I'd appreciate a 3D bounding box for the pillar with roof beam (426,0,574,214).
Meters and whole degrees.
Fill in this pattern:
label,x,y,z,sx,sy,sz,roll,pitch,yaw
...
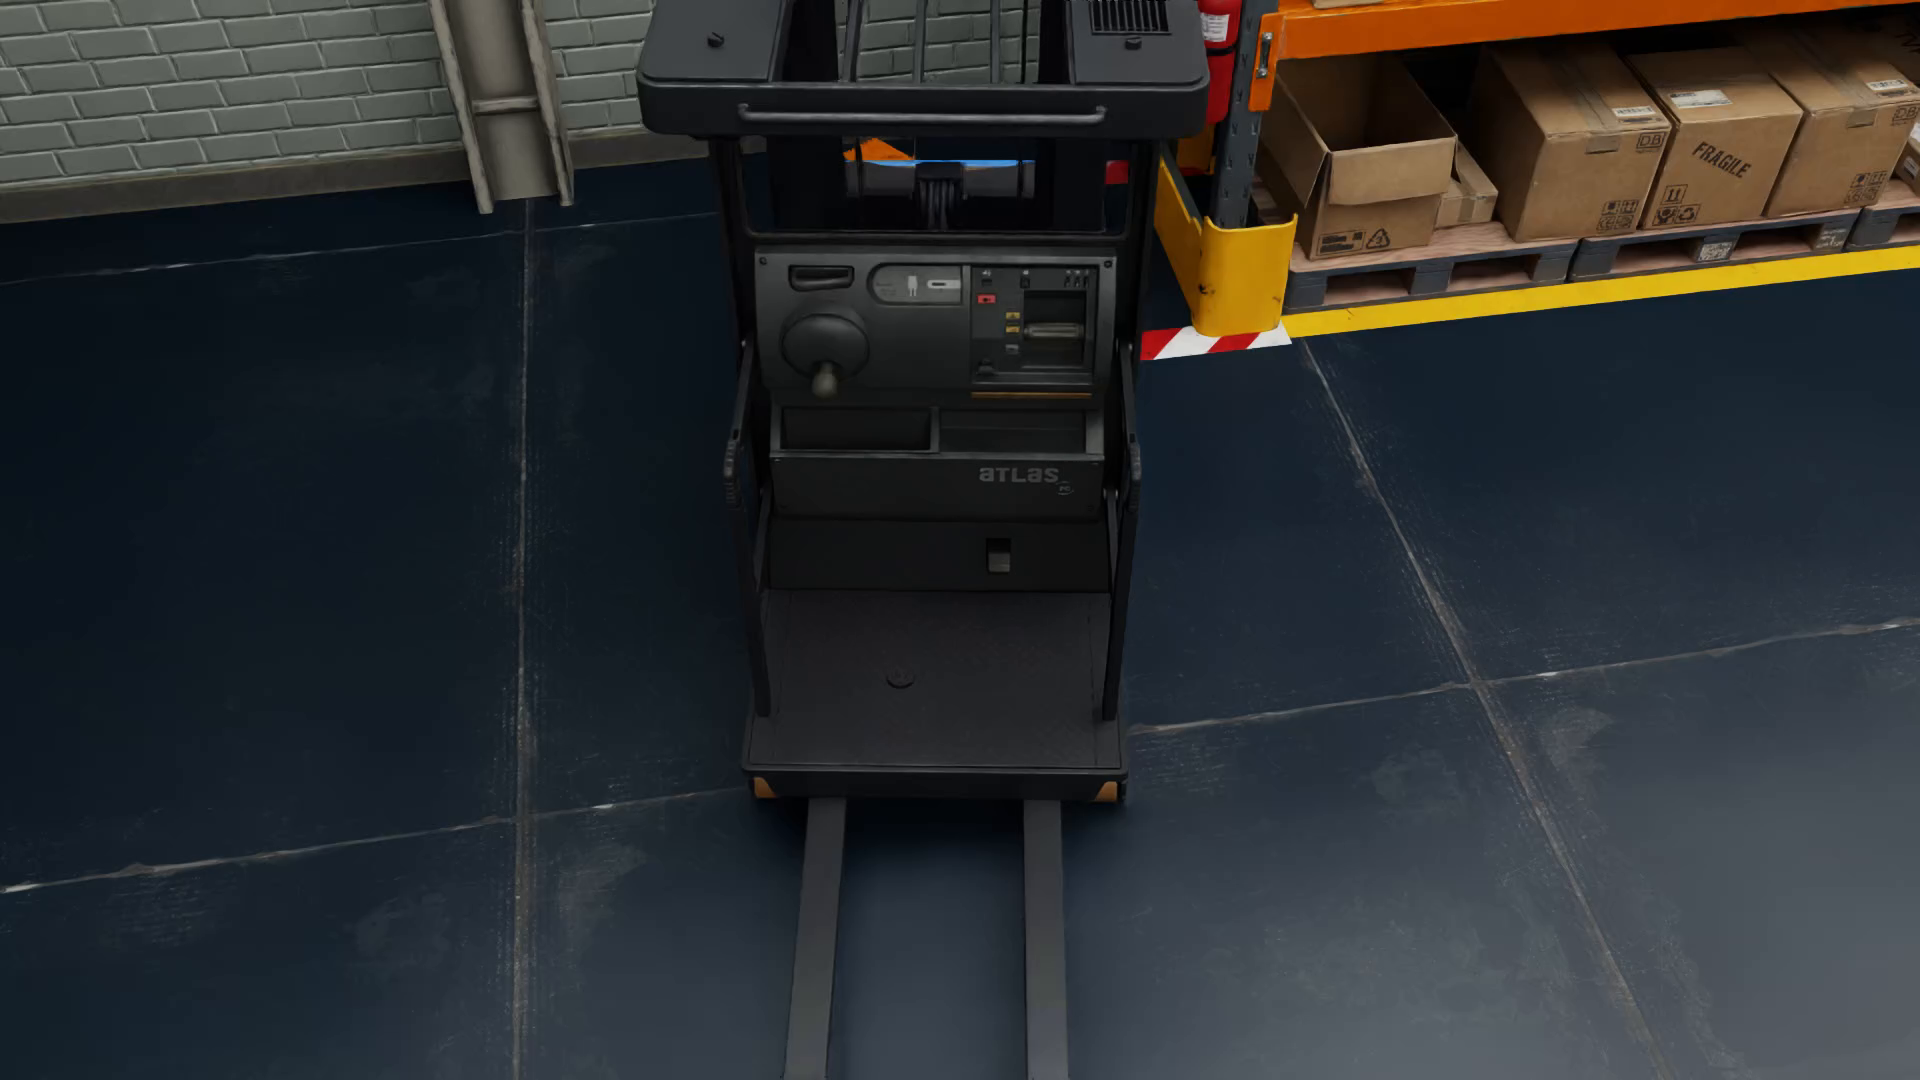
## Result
label,x,y,z,sx,sy,sz,roll,pitch,yaw
pillar with roof beam,-1.145,-1.590,1.033,0.400,9.000,9.100,-7,46,-7

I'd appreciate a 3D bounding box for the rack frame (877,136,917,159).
label,x,y,z,sx,sy,sz,roll,pitch,yaw
rack frame,-0.215,-1.103,6.080,0.008,1.050,0.200,-35,54,-29

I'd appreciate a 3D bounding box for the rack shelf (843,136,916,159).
label,x,y,z,sx,sy,sz,roll,pitch,yaw
rack shelf,-0.307,-1.234,5.827,0.240,0.259,0.215,-35,54,-29

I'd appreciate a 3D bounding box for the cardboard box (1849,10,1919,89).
label,x,y,z,sx,sy,sz,roll,pitch,yaw
cardboard box,4.182,-2.045,7.213,0.500,0.311,0.500,-6,46,-5

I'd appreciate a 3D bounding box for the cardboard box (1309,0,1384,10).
label,x,y,z,sx,sy,sz,roll,pitch,yaw
cardboard box,1.302,-2.013,5.781,0.250,0.149,0.380,-7,47,-7

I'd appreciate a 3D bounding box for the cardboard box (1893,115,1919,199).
label,x,y,z,sx,sy,sz,roll,pitch,yaw
cardboard box,4.022,-1.622,6.837,0.258,0.266,0.396,-6,46,-5

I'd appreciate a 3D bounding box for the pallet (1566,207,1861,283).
label,x,y,z,sx,sy,sz,roll,pitch,yaw
pallet,2.991,-1.542,7.090,1.213,0.211,1.003,-7,46,-7

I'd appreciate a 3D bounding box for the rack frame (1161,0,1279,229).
label,x,y,z,sx,sy,sz,roll,pitch,yaw
rack frame,0.931,-2.255,5.839,0.127,3.000,1.000,-7,46,-7

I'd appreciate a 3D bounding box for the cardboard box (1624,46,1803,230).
label,x,y,z,sx,sy,sz,roll,pitch,yaw
cardboard box,2.937,-1.612,6.665,0.500,0.500,0.500,-6,46,-6

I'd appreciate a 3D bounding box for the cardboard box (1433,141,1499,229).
label,x,y,z,sx,sy,sz,roll,pitch,yaw
cardboard box,1.976,-1.444,6.746,0.250,0.149,0.380,-9,47,-8

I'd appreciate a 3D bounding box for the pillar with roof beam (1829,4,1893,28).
label,x,y,z,sx,sy,sz,roll,pitch,yaw
pillar with roof beam,4.767,-2.327,1.743,0.400,9.000,9.100,-7,46,-7

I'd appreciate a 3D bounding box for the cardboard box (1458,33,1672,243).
label,x,y,z,sx,sy,sz,roll,pitch,yaw
cardboard box,2.399,-1.618,6.670,0.500,0.500,0.700,-5,46,-5

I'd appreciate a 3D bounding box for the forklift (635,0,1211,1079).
label,x,y,z,sx,sy,sz,roll,pitch,yaw
forklift,-0.064,-0.466,4.163,1.130,2.935,3.031,1,46,1

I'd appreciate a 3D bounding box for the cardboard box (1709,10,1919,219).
label,x,y,z,sx,sy,sz,roll,pitch,yaw
cardboard box,3.422,-1.746,6.793,0.500,0.500,0.700,-9,47,-8

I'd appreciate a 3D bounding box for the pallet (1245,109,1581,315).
label,x,y,z,sx,sy,sz,roll,pitch,yaw
pallet,1.792,-1.395,6.948,1.213,0.211,1.003,-7,46,-7

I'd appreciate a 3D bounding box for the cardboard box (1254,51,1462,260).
label,x,y,z,sx,sy,sz,roll,pitch,yaw
cardboard box,1.550,-1.542,6.595,0.637,0.503,0.797,-9,47,-8

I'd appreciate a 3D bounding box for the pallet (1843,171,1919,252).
label,x,y,z,sx,sy,sz,roll,pitch,yaw
pallet,4.196,-1.695,7.236,1.213,0.211,1.003,-7,46,-7

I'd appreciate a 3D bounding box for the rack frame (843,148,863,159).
label,x,y,z,sx,sy,sz,roll,pitch,yaw
rack frame,-0.389,-0.980,5.961,0.008,1.050,0.200,-35,54,-29

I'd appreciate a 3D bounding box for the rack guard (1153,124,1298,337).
label,x,y,z,sx,sy,sz,roll,pitch,yaw
rack guard,1.006,-1.397,6.749,0.348,0.500,1.175,-7,46,-7

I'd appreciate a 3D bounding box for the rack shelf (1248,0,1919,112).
label,x,y,z,sx,sy,sz,roll,pitch,yaw
rack shelf,2.902,-2.251,6.335,4.000,0.370,1.077,-7,46,-7

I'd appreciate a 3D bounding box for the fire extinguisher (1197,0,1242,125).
label,x,y,z,sx,sy,sz,roll,pitch,yaw
fire extinguisher,0.865,-1.752,5.668,0.183,0.674,0.296,-7,46,-7

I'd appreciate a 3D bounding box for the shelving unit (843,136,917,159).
label,x,y,z,sx,sy,sz,roll,pitch,yaw
shelving unit,-0.302,-1.041,6.020,0.252,1.050,0.215,-35,54,-29
